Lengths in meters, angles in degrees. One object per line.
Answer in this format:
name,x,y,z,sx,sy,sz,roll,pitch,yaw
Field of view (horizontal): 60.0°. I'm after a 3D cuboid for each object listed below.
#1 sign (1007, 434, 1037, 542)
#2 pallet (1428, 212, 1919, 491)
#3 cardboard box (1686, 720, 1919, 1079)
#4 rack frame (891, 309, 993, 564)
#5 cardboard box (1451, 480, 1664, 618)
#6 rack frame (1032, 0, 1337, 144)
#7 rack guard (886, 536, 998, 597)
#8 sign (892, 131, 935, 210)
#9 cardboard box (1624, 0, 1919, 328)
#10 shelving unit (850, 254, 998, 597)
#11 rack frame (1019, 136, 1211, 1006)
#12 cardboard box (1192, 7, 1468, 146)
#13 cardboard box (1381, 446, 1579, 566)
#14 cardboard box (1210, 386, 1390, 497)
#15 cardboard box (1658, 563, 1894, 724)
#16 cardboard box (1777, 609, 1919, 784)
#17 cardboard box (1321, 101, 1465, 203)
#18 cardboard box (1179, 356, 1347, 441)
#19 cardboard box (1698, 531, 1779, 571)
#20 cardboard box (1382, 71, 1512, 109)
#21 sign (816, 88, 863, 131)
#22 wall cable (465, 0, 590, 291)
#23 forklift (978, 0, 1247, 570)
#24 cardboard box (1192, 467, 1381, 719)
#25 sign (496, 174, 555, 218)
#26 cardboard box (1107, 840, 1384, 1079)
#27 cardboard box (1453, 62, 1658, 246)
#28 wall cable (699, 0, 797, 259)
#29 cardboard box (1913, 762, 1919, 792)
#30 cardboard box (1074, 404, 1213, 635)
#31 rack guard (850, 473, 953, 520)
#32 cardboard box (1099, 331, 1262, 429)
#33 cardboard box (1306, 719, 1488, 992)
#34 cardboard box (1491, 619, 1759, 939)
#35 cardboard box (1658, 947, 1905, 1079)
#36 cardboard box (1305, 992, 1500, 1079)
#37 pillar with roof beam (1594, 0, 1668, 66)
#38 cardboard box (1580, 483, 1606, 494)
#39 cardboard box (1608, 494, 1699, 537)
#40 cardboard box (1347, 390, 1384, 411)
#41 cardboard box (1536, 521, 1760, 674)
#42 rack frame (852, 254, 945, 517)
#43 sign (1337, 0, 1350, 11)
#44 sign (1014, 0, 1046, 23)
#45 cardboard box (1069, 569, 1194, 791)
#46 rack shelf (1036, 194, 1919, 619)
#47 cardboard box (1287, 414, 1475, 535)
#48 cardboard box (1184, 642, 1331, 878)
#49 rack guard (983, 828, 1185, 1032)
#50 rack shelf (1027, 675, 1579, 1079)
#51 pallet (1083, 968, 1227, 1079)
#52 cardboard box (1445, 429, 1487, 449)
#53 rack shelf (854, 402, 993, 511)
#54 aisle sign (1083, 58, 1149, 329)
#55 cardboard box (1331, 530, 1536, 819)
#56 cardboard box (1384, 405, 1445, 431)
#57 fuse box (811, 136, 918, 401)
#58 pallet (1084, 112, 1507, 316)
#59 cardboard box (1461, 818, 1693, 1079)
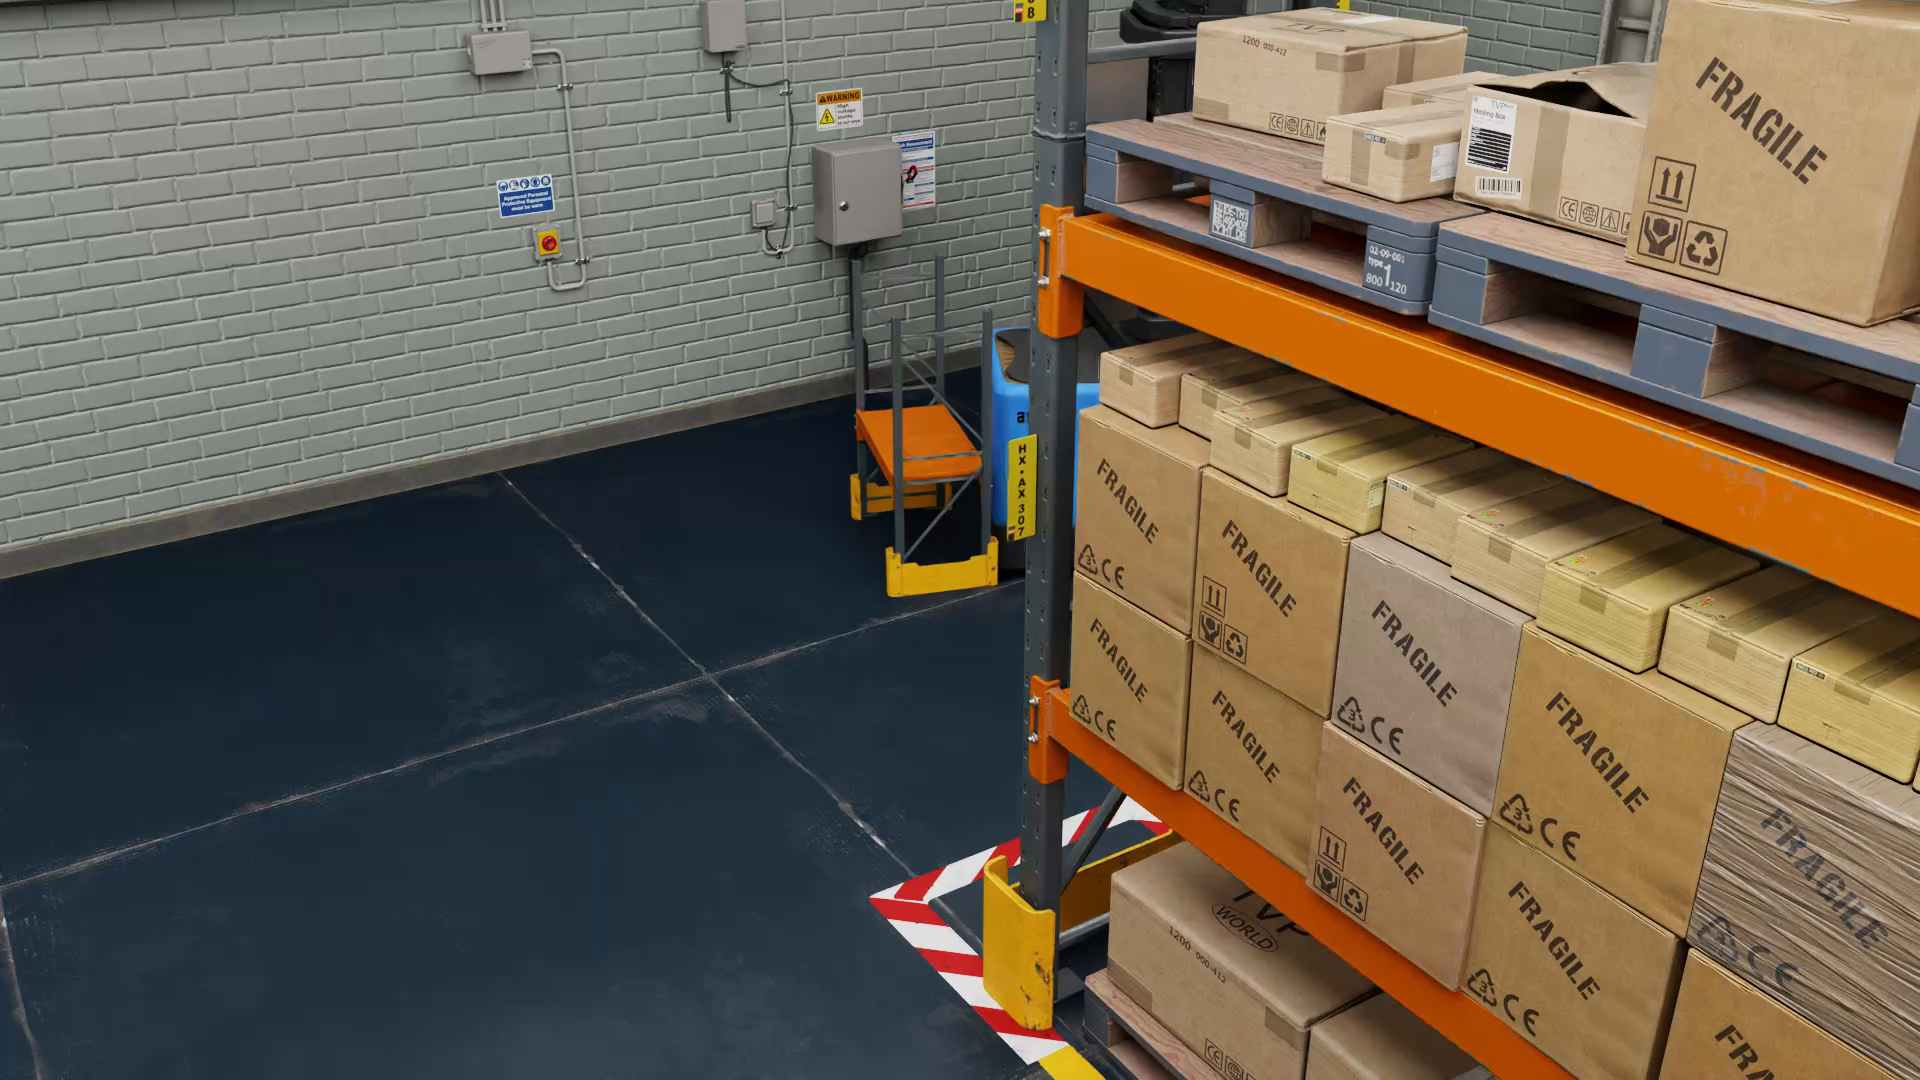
sign,0.185,-0.153,4.954,0.100,0.325,0.005,-16,29,-30
pallet,1.737,-0.470,3.321,1.003,0.211,1.213,-16,29,-30
cardboard box,1.792,0.613,3.150,0.500,0.500,0.500,-15,29,-29
rack frame,-0.087,-0.418,8.378,0.500,1.500,0.032,-6,26,-13
cardboard box,1.310,0.015,3.656,0.380,0.149,0.250,-15,29,-29
rack frame,0.653,-2.566,4.144,1.000,3.000,0.127,-16,29,-30
rack guard,-0.092,0.139,8.662,0.587,0.250,0.087,-6,26,-13
sign,-0.305,-2.448,11.033,0.329,0.494,0.001,-16,29,-30
cardboard box,1.628,-0.734,3.051,0.500,0.500,0.500,-15,29,-29
shelving unit,-0.212,-0.632,8.832,0.587,1.500,1.083,-6,26,-13
rack frame,0.653,0.147,5.425,1.000,3.000,0.127,-16,29,-30
cardboard box,0.974,-1.237,4.409,0.500,0.250,0.500,-19,31,-34
cardboard box,1.210,-0.084,3.865,0.380,0.149,0.250,-15,29,-29
cardboard box,0.863,-0.255,4.229,0.380,0.149,0.250,-15,29,-28
cardboard box,1.610,0.195,3.276,0.380,0.149,0.250,-16,29,-30
cardboard box,1.757,0.279,3.097,0.380,0.149,0.250,-16,30,-31
cardboard box,1.054,-0.888,3.789,0.380,0.149,0.250,-14,29,-28
cardboard box,0.817,-0.375,4.482,0.380,0.149,0.250,-15,29,-28
cardboard box,1.887,-0.020,3.731,0.380,0.149,0.250,-14,29,-28
cardboard box,1.270,-1.060,4.152,0.380,0.149,0.250,-18,31,-33
sign,-0.765,-2.736,10.565,0.339,0.242,0.001,-16,29,-30
wall cable,-2.445,-2.338,9.462,0.585,1.953,0.123,-16,29,-30
forklift,1.644,-1.369,8.716,3.031,2.935,1.130,-2,25,-3
cardboard box,0.964,0.071,4.298,0.500,0.500,0.500,-16,30,-31
sign,-2.519,-1.997,9.650,0.327,0.218,0.001,-16,29,-30
cardboard box,1.097,1.329,5.431,0.875,0.438,0.875,-17,30,-31
cardboard box,1.428,-0.857,3.534,0.500,0.311,0.500,-15,29,-29
wall cable,-1.263,-2.658,10.178,0.588,1.984,0.122,-16,29,-30
cardboard box,1.901,0.372,2.899,0.380,0.149,0.250,-16,30,-30
cardboard box,0.676,-0.112,4.686,0.500,0.500,0.500,-16,30,-31
rack guard,-0.333,-0.273,9.536,0.587,0.250,0.087,-6,26,-13
cardboard box,0.615,-0.452,4.646,0.380,0.149,0.250,-15,29,-29
cardboard box,1.236,0.701,4.134,0.500,0.500,0.500,-16,29,-30
cardboard box,1.525,0.431,3.534,0.500,0.500,0.500,-15,29,-29
cardboard box,1.797,1.067,3.359,0.500,0.500,0.500,-16,30,-30
cardboard box,1.603,1.654,4.742,0.875,0.438,0.875,-15,29,-28
pillar with roof beam,0.486,-3.895,6.960,9.100,9.000,0.400,-16,29,-30
cardboard box,1.573,-0.194,4.100,0.380,0.149,0.250,-16,30,-30
cardboard box,1.759,-0.118,3.939,0.380,0.149,0.250,-15,29,-28
cardboard box,1.175,-0.477,4.698,0.380,0.149,0.250,-15,29,-29
cardboard box,1.426,0.112,3.450,0.380,0.149,0.250,-16,30,-31
rack frame,-0.333,-0.839,9.270,0.500,1.500,0.032,-6,26,-13
sign,1.115,-1.695,4.870,0.100,0.325,0.005,-16,29,-30
sign,0.185,-1.513,4.312,0.100,0.325,0.005,-16,29,-30
cardboard box,0.674,0.340,4.898,0.500,0.500,0.500,-16,30,-30
rack shelf,1.745,-0.169,3.423,1.077,0.370,4.000,-16,29,-30
cardboard box,1.022,-0.165,4.038,0.380,0.149,0.250,-17,30,-31
cardboard box,0.974,0.515,4.529,0.500,0.500,0.500,-16,30,-30
rack guard,0.640,1.269,5.977,1.175,0.500,0.348,-16,29,-30
rack shelf,1.745,1.188,4.063,1.077,0.370,4.000,-16,29,-30
pallet,1.155,1.676,5.453,1.003,0.211,1.213,-16,29,-30
cardboard box,1.490,-0.304,4.333,0.380,0.149,0.250,-15,29,-28
rack shelf,-0.210,-0.466,8.901,0.538,0.185,1.000,-6,26,-13
aisle sign,0.371,-0.987,4.781,0.394,0.787,0.004,-16,29,-30
cardboard box,1.252,0.253,3.912,0.500,0.500,0.500,-16,30,-30
cardboard box,1.387,-0.404,4.544,0.380,0.149,0.250,-16,30,-30
fuse box,-0.605,-1.719,10.887,0.539,1.711,0.414,-16,29,-30
pallet,1.067,-0.906,4.246,1.003,0.211,1.213,-16,29,-30
cardboard box,1.524,0.876,3.763,0.500,0.500,0.500,-14,29,-28
